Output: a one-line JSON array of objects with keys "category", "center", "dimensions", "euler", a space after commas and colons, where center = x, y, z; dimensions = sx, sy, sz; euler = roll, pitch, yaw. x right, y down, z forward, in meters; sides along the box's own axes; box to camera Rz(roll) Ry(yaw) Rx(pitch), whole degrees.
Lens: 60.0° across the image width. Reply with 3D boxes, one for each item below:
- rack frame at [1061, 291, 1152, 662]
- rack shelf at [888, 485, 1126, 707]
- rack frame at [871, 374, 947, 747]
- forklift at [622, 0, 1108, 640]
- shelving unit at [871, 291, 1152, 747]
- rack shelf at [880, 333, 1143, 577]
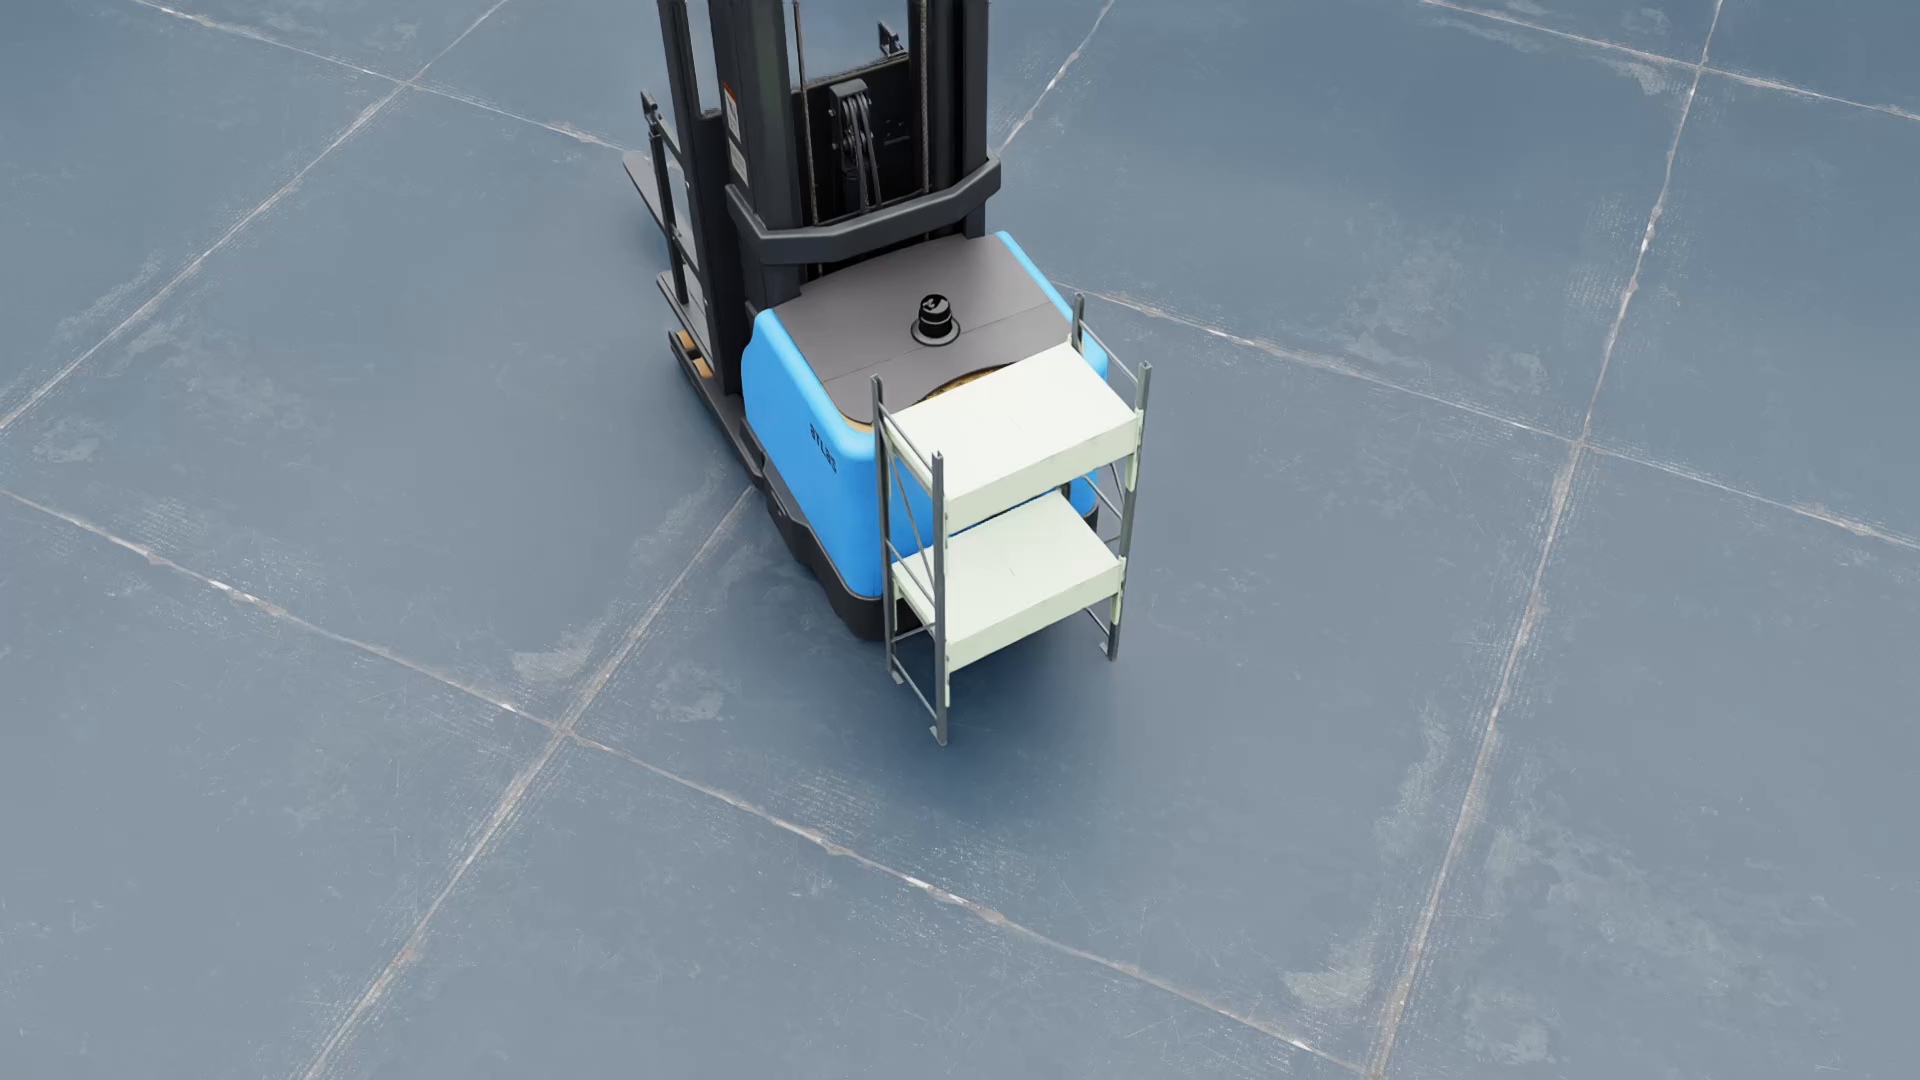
[{"category": "rack frame", "center": [0.471, -0.167, 5.722], "dimensions": [0.023, 1.500, 0.400], "euler": [-24, 54, -19]}, {"category": "rack shelf", "center": [0.157, 0.187, 5.849], "dimensions": [0.720, 0.370, 0.431], "euler": [-24, 54, -19]}, {"category": "rack frame", "center": [-0.158, 0.118, 5.480], "dimensions": [0.023, 1.500, 0.400], "euler": [-24, 54, -19]}, {"category": "forklift", "center": [-0.597, -1.712, 6.097], "dimensions": [1.130, 2.935, 3.031], "euler": [-21, 53, -17]}, {"category": "shelving unit", "center": [0.157, -0.024, 5.601], "dimensions": [0.755, 1.500, 0.431], "euler": [-24, 54, -19]}, {"category": "rack shelf", "center": [0.157, -0.277, 5.304], "dimensions": [0.720, 0.370, 0.431], "euler": [-24, 54, -19]}]
